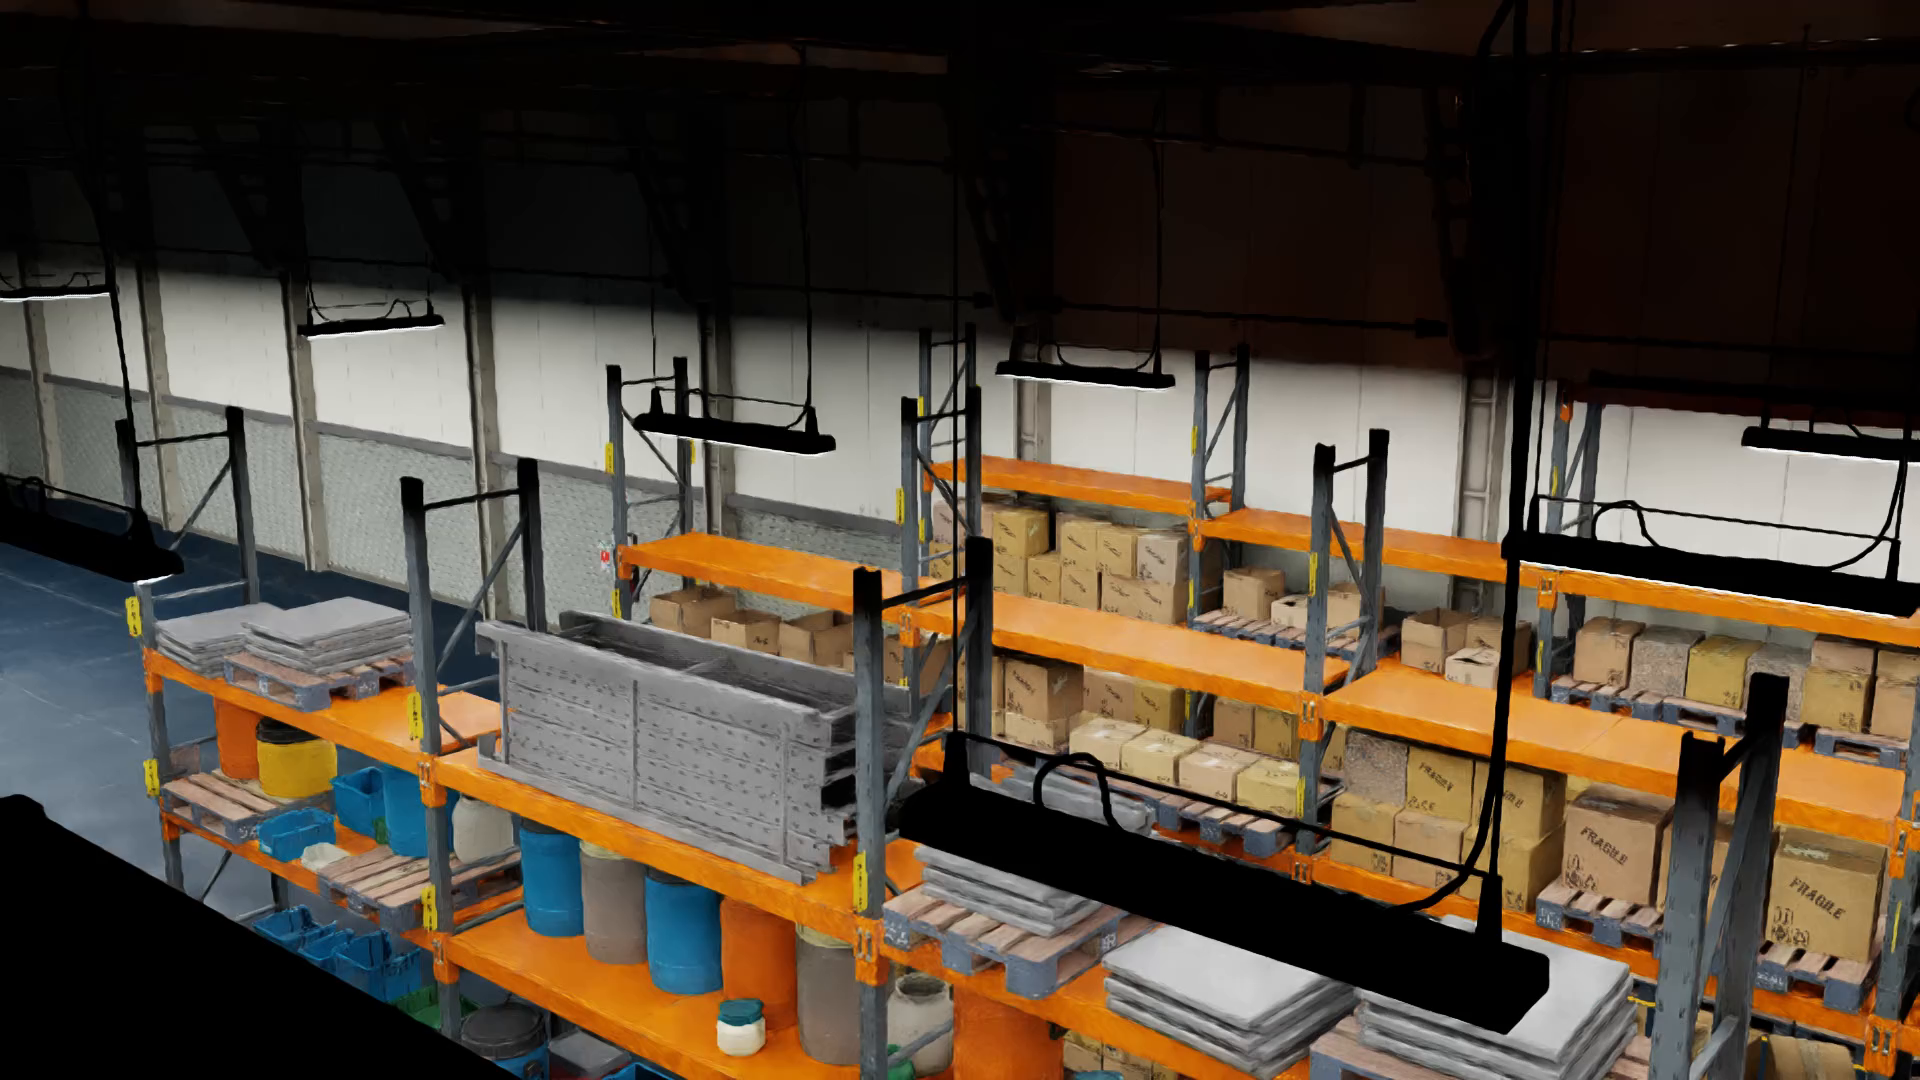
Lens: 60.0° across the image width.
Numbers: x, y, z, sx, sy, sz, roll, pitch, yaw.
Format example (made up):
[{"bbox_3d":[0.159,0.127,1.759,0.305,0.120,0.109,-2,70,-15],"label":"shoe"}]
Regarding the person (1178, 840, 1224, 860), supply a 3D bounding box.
[{"bbox_3d":[2.682,3.346,17.927,0.782,1.527,0.562,5,14,21],"label":"person"}]
